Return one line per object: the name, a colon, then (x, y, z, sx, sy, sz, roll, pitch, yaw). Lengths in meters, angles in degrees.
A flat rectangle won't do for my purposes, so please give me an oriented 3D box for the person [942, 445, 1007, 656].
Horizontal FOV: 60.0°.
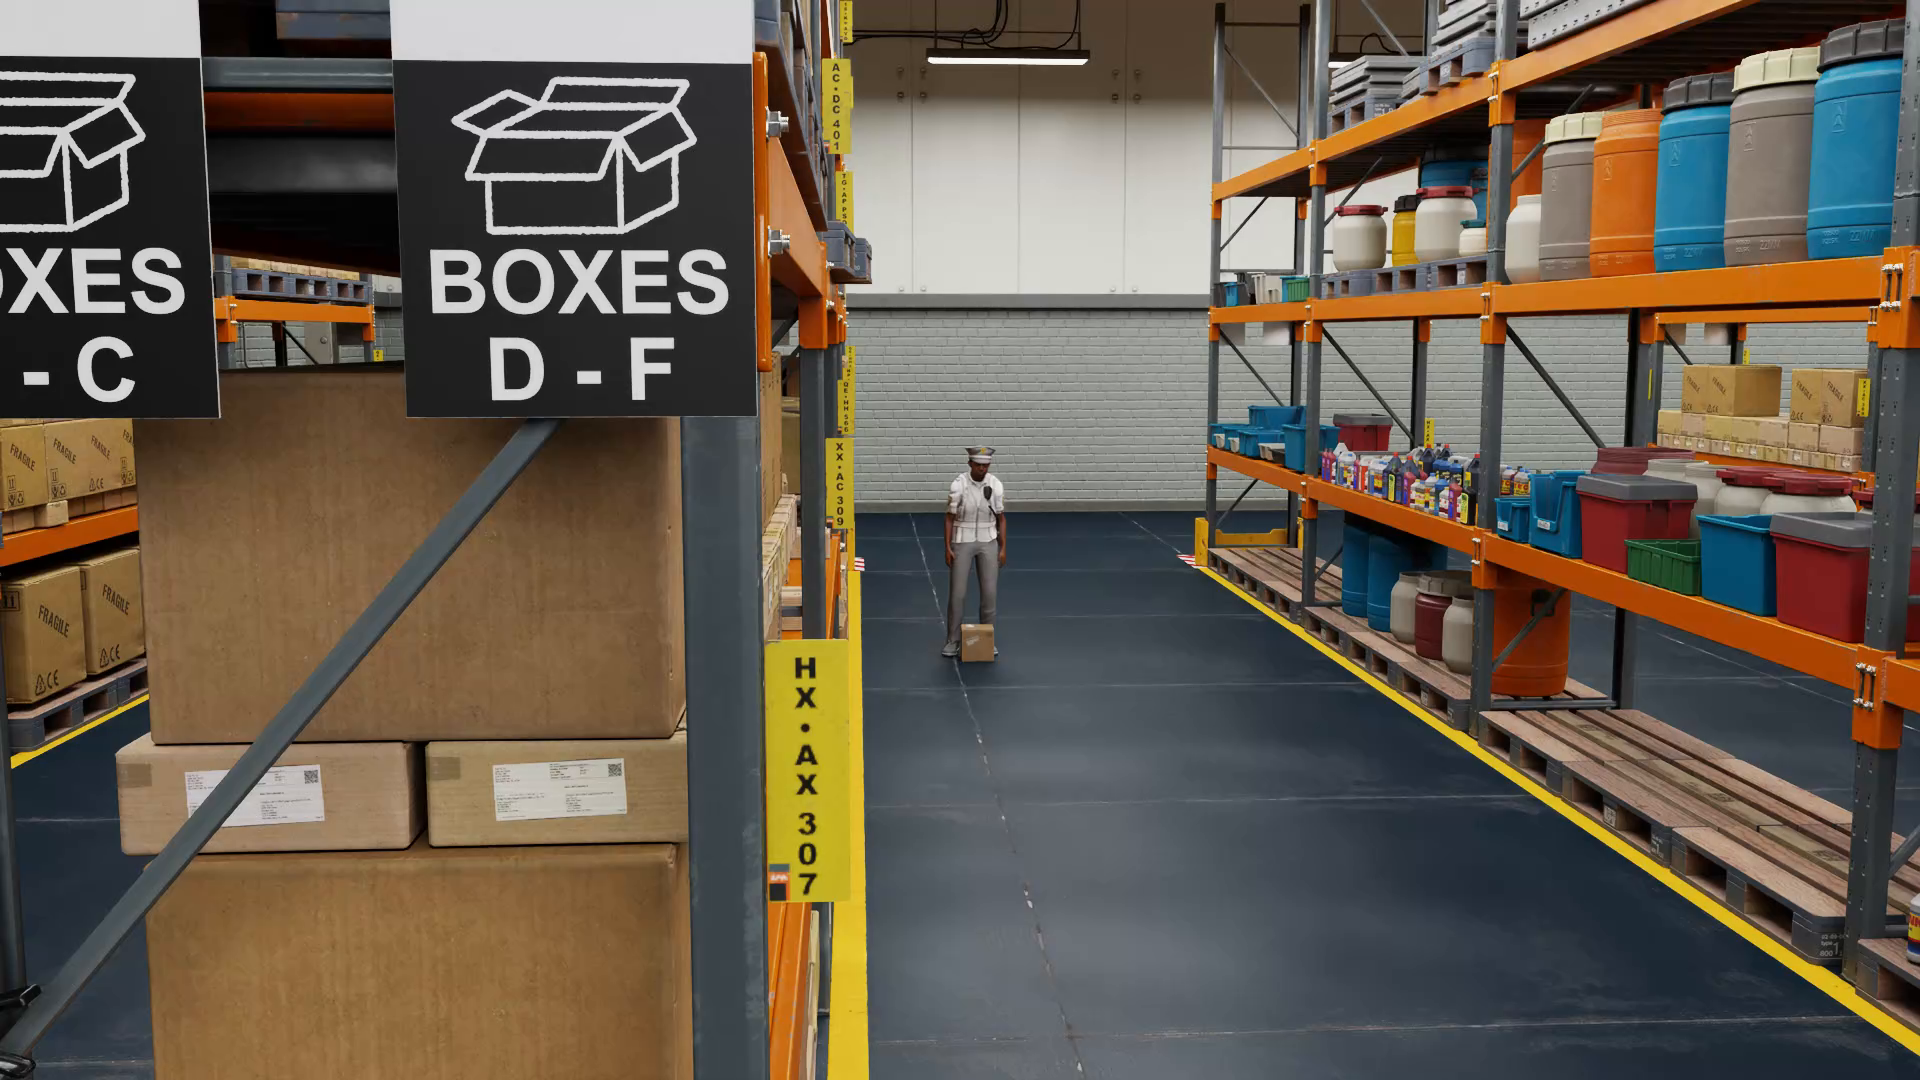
person: (0.110, 0.077, 13.132, 0.530, 1.657, 0.398, -1, 7, -7)
